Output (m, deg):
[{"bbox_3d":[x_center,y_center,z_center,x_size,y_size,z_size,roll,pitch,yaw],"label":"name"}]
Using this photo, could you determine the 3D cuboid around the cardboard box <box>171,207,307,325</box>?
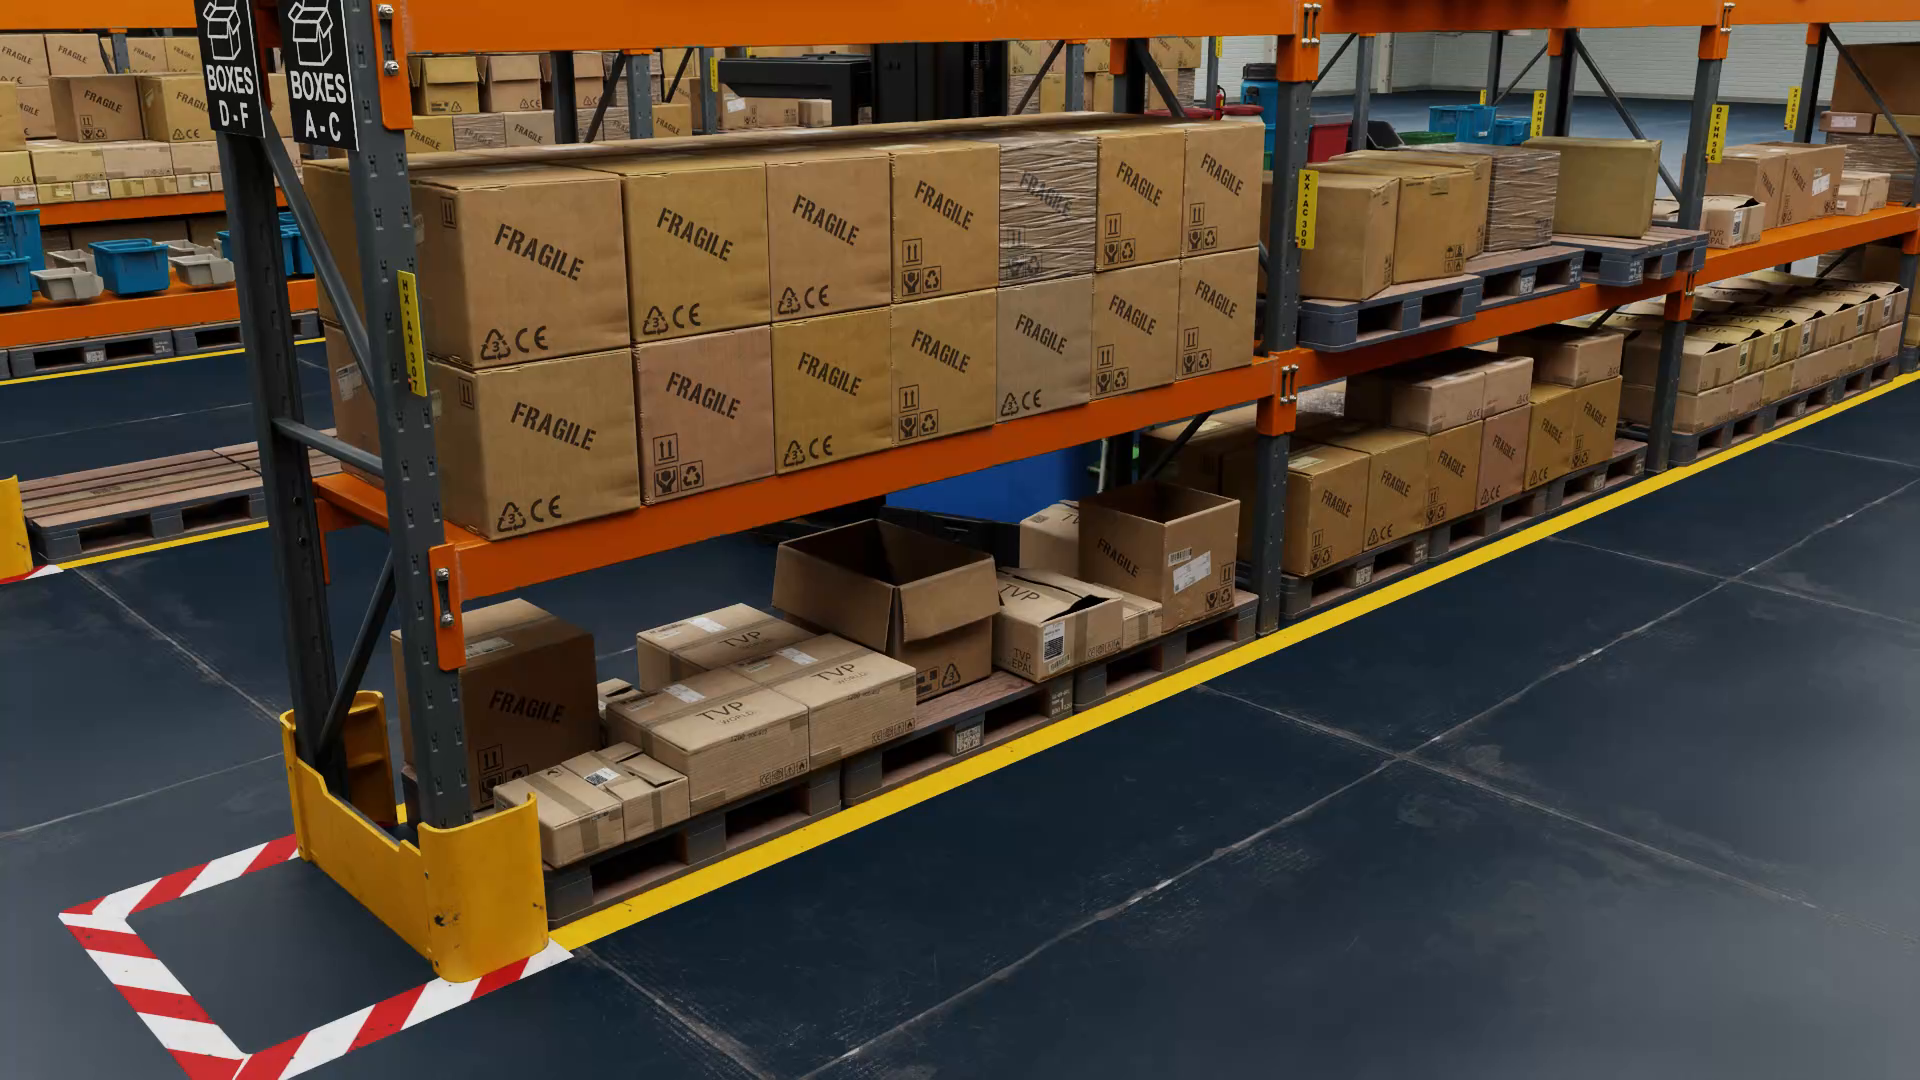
[{"bbox_3d":[-6.256,-2.391,14.260,0.875,0.875,0.875,-16,24,-41],"label":"cardboard box"}]

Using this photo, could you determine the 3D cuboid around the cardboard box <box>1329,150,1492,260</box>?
[{"bbox_3d":[2.323,-1.739,8.641,0.700,0.500,0.500,11,21,30],"label":"cardboard box"}]

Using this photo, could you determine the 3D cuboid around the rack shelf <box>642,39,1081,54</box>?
[{"bbox_3d":[-0.866,-3.722,11.905,4.000,0.370,1.077,-16,24,-41],"label":"rack shelf"}]

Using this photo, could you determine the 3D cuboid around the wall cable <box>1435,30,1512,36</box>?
[{"bbox_3d":[16.498,-17.315,52.833,0.112,2.526,3.097,-16,24,-41],"label":"wall cable"}]

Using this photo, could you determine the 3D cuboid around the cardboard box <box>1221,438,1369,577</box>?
[{"bbox_3d":[1.600,-0.171,7.989,0.500,0.500,0.500,17,24,41],"label":"cardboard box"}]

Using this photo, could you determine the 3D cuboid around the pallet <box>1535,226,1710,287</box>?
[{"bbox_3d":[3.544,-1.700,9.676,1.003,0.211,1.213,-16,24,-41],"label":"pallet"}]

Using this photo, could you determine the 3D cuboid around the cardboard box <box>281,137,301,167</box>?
[{"bbox_3d":[-5.862,-3.242,13.880,0.500,0.250,0.500,-17,24,-42],"label":"cardboard box"}]

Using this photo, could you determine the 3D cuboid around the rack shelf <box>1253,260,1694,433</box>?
[{"bbox_3d":[2.535,-1.185,8.942,4.000,0.370,1.077,-16,24,-41],"label":"rack shelf"}]

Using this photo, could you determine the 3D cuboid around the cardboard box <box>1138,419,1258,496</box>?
[{"bbox_3d":[1.243,-0.292,8.362,0.500,0.500,0.500,-16,24,-41],"label":"cardboard box"}]

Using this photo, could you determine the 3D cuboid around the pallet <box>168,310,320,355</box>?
[{"bbox_3d":[-6.328,-1.854,14.360,1.213,0.211,1.003,-16,24,-41],"label":"pallet"}]

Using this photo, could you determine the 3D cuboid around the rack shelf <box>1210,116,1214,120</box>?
[{"bbox_3d":[1.544,-5.101,21.020,4.000,0.370,1.077,-16,24,-41],"label":"rack shelf"}]

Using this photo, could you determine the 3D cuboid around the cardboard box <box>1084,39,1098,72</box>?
[{"bbox_3d":[1.319,-5.934,20.159,0.500,0.500,0.500,-16,24,-41],"label":"cardboard box"}]

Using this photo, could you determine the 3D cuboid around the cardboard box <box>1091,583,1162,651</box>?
[{"bbox_3d":[0.631,0.321,7.040,0.250,0.149,0.380,-16,24,-41],"label":"cardboard box"}]

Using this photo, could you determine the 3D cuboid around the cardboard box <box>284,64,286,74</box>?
[{"bbox_3d":[-9.485,-6.940,24.200,0.500,0.500,0.500,17,25,42],"label":"cardboard box"}]

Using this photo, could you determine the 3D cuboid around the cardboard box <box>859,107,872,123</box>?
[{"bbox_3d":[-1.105,-4.880,18.324,0.637,0.503,0.797,-13,22,-35],"label":"cardboard box"}]

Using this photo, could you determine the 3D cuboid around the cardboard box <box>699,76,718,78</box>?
[{"bbox_3d":[-3.439,-6.029,22.555,0.500,0.500,0.500,-16,24,-41],"label":"cardboard box"}]

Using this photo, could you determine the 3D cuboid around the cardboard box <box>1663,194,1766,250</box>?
[{"bbox_3d":[4.771,-2.054,10.602,0.500,0.311,0.500,-17,24,-41],"label":"cardboard box"}]

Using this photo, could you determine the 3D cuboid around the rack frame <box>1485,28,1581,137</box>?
[{"bbox_3d":[6.400,-4.757,18.792,0.127,3.000,1.000,-16,24,-41],"label":"rack frame"}]

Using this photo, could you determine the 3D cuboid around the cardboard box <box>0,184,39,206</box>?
[{"bbox_3d":[-7.211,-2.631,12.644,0.250,0.149,0.380,-17,24,-41],"label":"cardboard box"}]

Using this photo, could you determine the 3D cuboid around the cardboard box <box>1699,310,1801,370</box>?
[{"bbox_3d":[5.318,-1.375,11.231,0.500,0.311,0.500,-17,25,-42],"label":"cardboard box"}]

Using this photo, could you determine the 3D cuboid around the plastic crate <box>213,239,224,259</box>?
[{"bbox_3d":[-4.149,-1.672,9.610,0.250,0.136,0.298,-16,24,-41],"label":"plastic crate"}]

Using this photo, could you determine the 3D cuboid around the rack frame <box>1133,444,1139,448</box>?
[{"bbox_3d":[0.877,-0.483,8.502,0.240,1.200,0.015,16,24,31],"label":"rack frame"}]

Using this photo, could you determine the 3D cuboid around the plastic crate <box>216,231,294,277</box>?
[{"bbox_3d":[-3.863,-1.573,9.146,0.300,0.233,0.416,-16,24,-41],"label":"plastic crate"}]

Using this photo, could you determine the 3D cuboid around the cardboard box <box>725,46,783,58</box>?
[{"bbox_3d":[-2.952,-6.808,23.124,0.550,0.550,0.875,-16,24,-41],"label":"cardboard box"}]

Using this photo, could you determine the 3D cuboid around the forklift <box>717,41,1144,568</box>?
[{"bbox_3d":[-0.567,-1.478,8.791,3.031,2.935,1.130,8,20,24],"label":"forklift"}]

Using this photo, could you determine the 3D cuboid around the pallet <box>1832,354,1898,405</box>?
[{"bbox_3d":[6.386,-1.307,12.674,1.213,0.211,1.003,-16,24,-41],"label":"pallet"}]

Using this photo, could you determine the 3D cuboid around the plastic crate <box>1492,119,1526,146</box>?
[{"bbox_3d":[5.767,-4.377,17.861,0.408,0.251,0.499,-16,24,-41],"label":"plastic crate"}]

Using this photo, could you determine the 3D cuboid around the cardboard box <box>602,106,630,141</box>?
[{"bbox_3d":[-3.370,-3.955,16.156,0.500,0.500,0.500,-17,24,-41],"label":"cardboard box"}]

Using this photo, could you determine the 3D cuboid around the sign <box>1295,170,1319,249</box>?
[{"bbox_3d":[1.460,-1.395,7.020,0.005,0.325,0.100,-16,24,-41],"label":"sign"}]

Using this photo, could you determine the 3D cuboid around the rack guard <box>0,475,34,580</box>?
[{"bbox_3d":[-5.234,-0.169,8.696,0.348,0.500,1.175,-16,24,-41],"label":"rack guard"}]

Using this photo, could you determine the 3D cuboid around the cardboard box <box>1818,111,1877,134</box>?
[{"bbox_3d":[6.945,-3.260,12.962,0.250,0.149,0.380,-16,24,-41],"label":"cardboard box"}]

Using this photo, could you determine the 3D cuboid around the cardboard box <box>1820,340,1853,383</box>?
[{"bbox_3d":[6.052,-1.322,11.976,0.500,0.250,0.500,-16,24,-40],"label":"cardboard box"}]

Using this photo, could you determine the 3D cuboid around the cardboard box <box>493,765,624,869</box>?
[{"bbox_3d":[-1.285,0.880,5.317,0.250,0.149,0.380,-16,24,-41],"label":"cardboard box"}]

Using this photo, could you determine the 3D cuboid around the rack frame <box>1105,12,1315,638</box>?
[{"bbox_3d":[1.082,-1.103,7.524,0.127,3.000,1.000,-16,24,-41],"label":"rack frame"}]

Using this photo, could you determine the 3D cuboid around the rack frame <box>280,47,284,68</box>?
[{"bbox_3d":[-9.624,-6.392,23.837,0.127,3.000,1.000,-16,24,-41],"label":"rack frame"}]

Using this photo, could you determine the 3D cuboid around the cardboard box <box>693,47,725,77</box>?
[{"bbox_3d":[-3.600,-6.569,22.598,0.500,0.500,0.700,-17,24,-42],"label":"cardboard box"}]

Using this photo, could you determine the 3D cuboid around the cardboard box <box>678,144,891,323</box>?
[{"bbox_3d":[-0.580,-1.031,5.518,0.500,0.500,0.500,-16,24,-40],"label":"cardboard box"}]

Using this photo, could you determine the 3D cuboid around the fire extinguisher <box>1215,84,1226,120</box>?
[{"bbox_3d":[3.397,-5.751,21.984,0.183,0.674,0.296,-16,24,-41],"label":"fire extinguisher"}]

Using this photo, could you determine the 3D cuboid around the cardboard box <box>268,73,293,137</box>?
[{"bbox_3d":[-5.872,-3.593,13.750,0.500,0.500,0.500,-15,23,-39],"label":"cardboard box"}]

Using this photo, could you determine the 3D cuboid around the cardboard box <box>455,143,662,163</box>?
[{"bbox_3d":[-1.324,-1.042,5.551,0.500,0.500,0.500,-15,24,-39],"label":"cardboard box"}]

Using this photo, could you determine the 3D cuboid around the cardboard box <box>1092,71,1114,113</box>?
[{"bbox_3d":[1.534,-5.613,20.789,0.500,0.500,0.875,-16,24,-41],"label":"cardboard box"}]

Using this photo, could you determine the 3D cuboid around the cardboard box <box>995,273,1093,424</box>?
[{"bbox_3d":[0.149,-0.768,6.329,0.500,0.500,0.500,-16,24,-40],"label":"cardboard box"}]

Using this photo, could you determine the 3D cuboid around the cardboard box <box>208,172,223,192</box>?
[{"bbox_3d":[-6.092,-2.957,13.650,0.250,0.149,0.380,-17,24,-42],"label":"cardboard box"}]

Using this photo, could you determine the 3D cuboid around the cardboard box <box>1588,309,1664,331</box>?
[{"bbox_3d":[4.573,-1.387,11.267,0.500,0.311,0.500,-17,24,-42],"label":"cardboard box"}]

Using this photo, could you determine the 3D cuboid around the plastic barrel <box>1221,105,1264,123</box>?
[{"bbox_3d":[2.648,-3.820,15.684,0.433,0.535,0.433,0,18,0],"label":"plastic barrel"}]

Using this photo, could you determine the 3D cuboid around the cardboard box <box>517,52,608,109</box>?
[{"bbox_3d":[-3.833,-4.408,15.927,0.637,0.503,0.797,-16,24,-40],"label":"cardboard box"}]

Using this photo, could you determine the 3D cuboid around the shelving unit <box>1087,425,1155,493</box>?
[{"bbox_3d":[0.739,-0.421,8.310,0.258,1.200,0.503,16,24,31],"label":"shelving unit"}]

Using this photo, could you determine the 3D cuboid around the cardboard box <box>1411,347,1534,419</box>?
[{"bbox_3d":[2.691,-0.846,8.855,0.500,0.250,0.500,-17,24,-42],"label":"cardboard box"}]

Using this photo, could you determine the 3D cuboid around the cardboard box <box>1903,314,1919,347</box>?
[{"bbox_3d":[7.440,-1.720,13.205,0.500,0.250,0.500,-16,24,-41],"label":"cardboard box"}]
